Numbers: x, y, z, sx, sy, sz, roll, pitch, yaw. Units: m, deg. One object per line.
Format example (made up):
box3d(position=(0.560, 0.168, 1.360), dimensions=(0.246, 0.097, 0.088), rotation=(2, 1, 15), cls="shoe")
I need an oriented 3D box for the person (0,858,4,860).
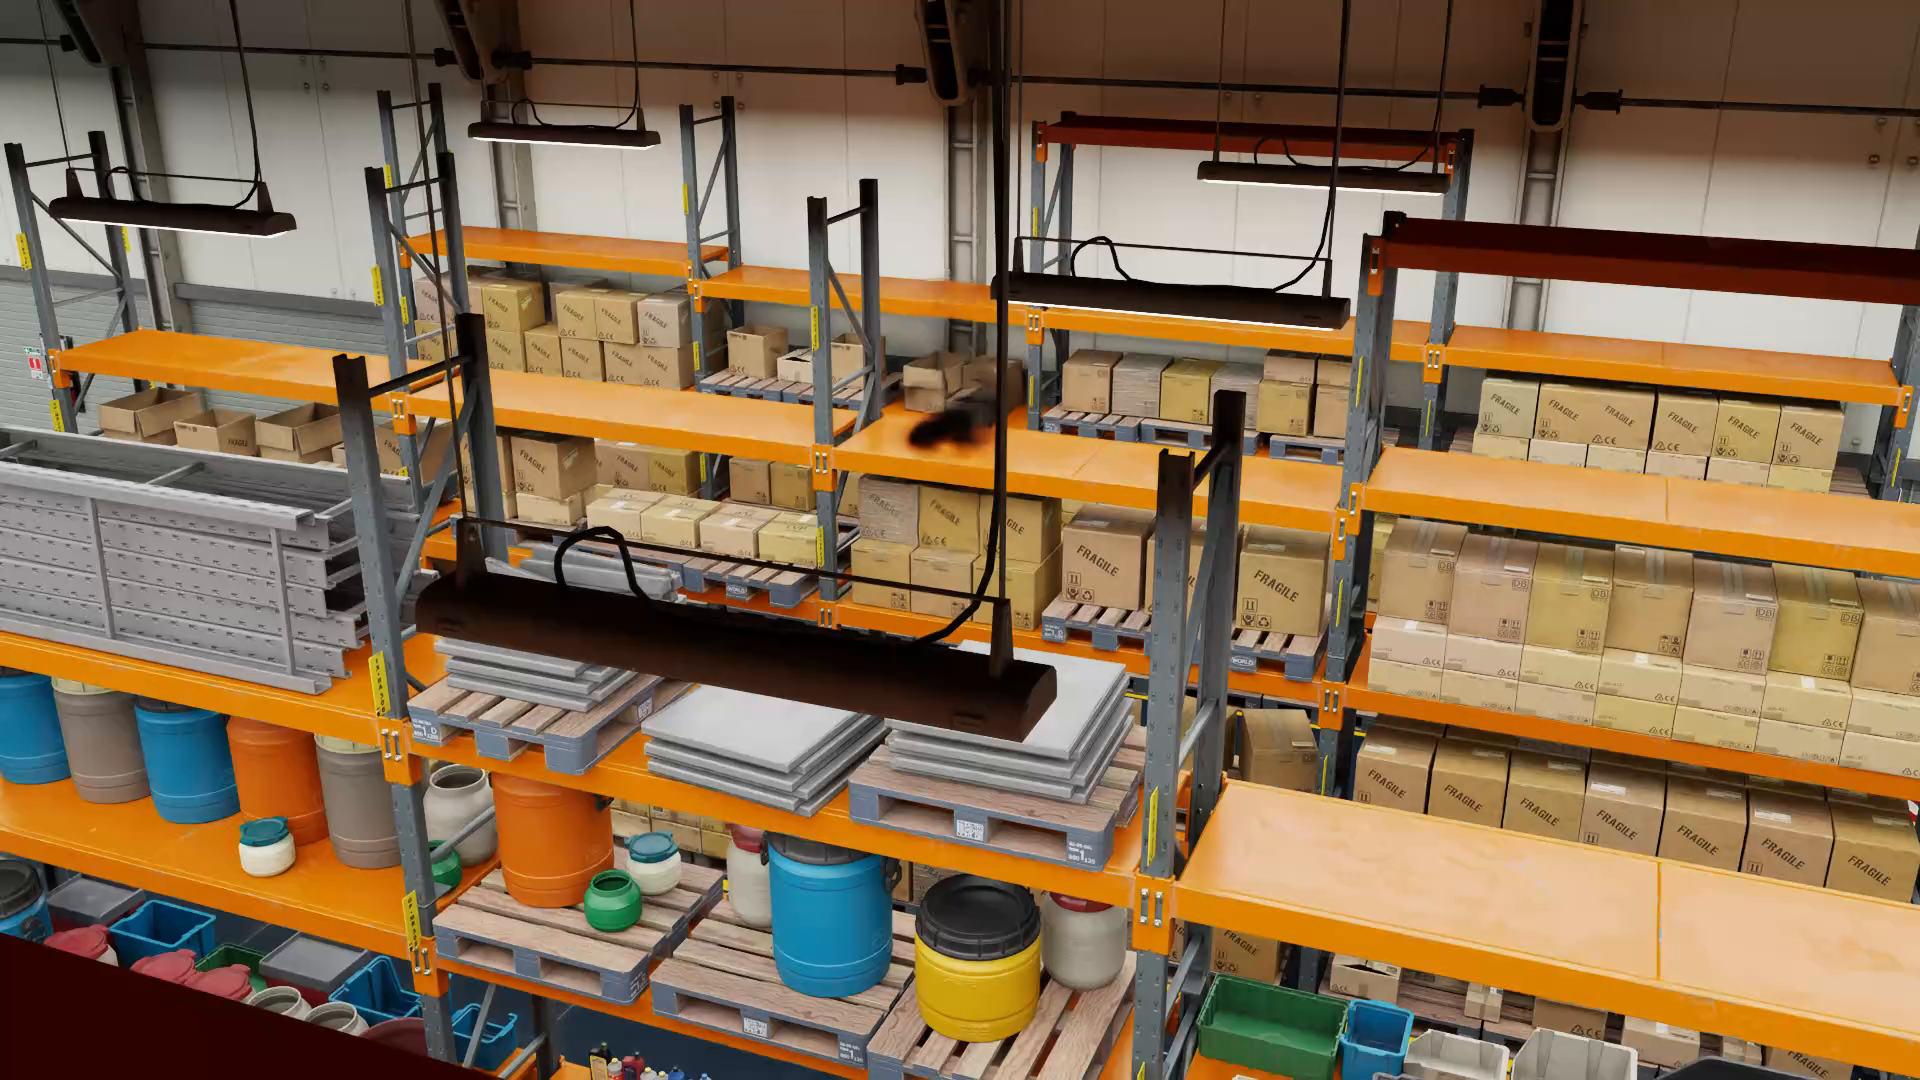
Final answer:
box3d(position=(-8.207, 2.367, 13.756), dimensions=(0.602, 1.742, 0.664), rotation=(2, 21, 4), cls="person")
